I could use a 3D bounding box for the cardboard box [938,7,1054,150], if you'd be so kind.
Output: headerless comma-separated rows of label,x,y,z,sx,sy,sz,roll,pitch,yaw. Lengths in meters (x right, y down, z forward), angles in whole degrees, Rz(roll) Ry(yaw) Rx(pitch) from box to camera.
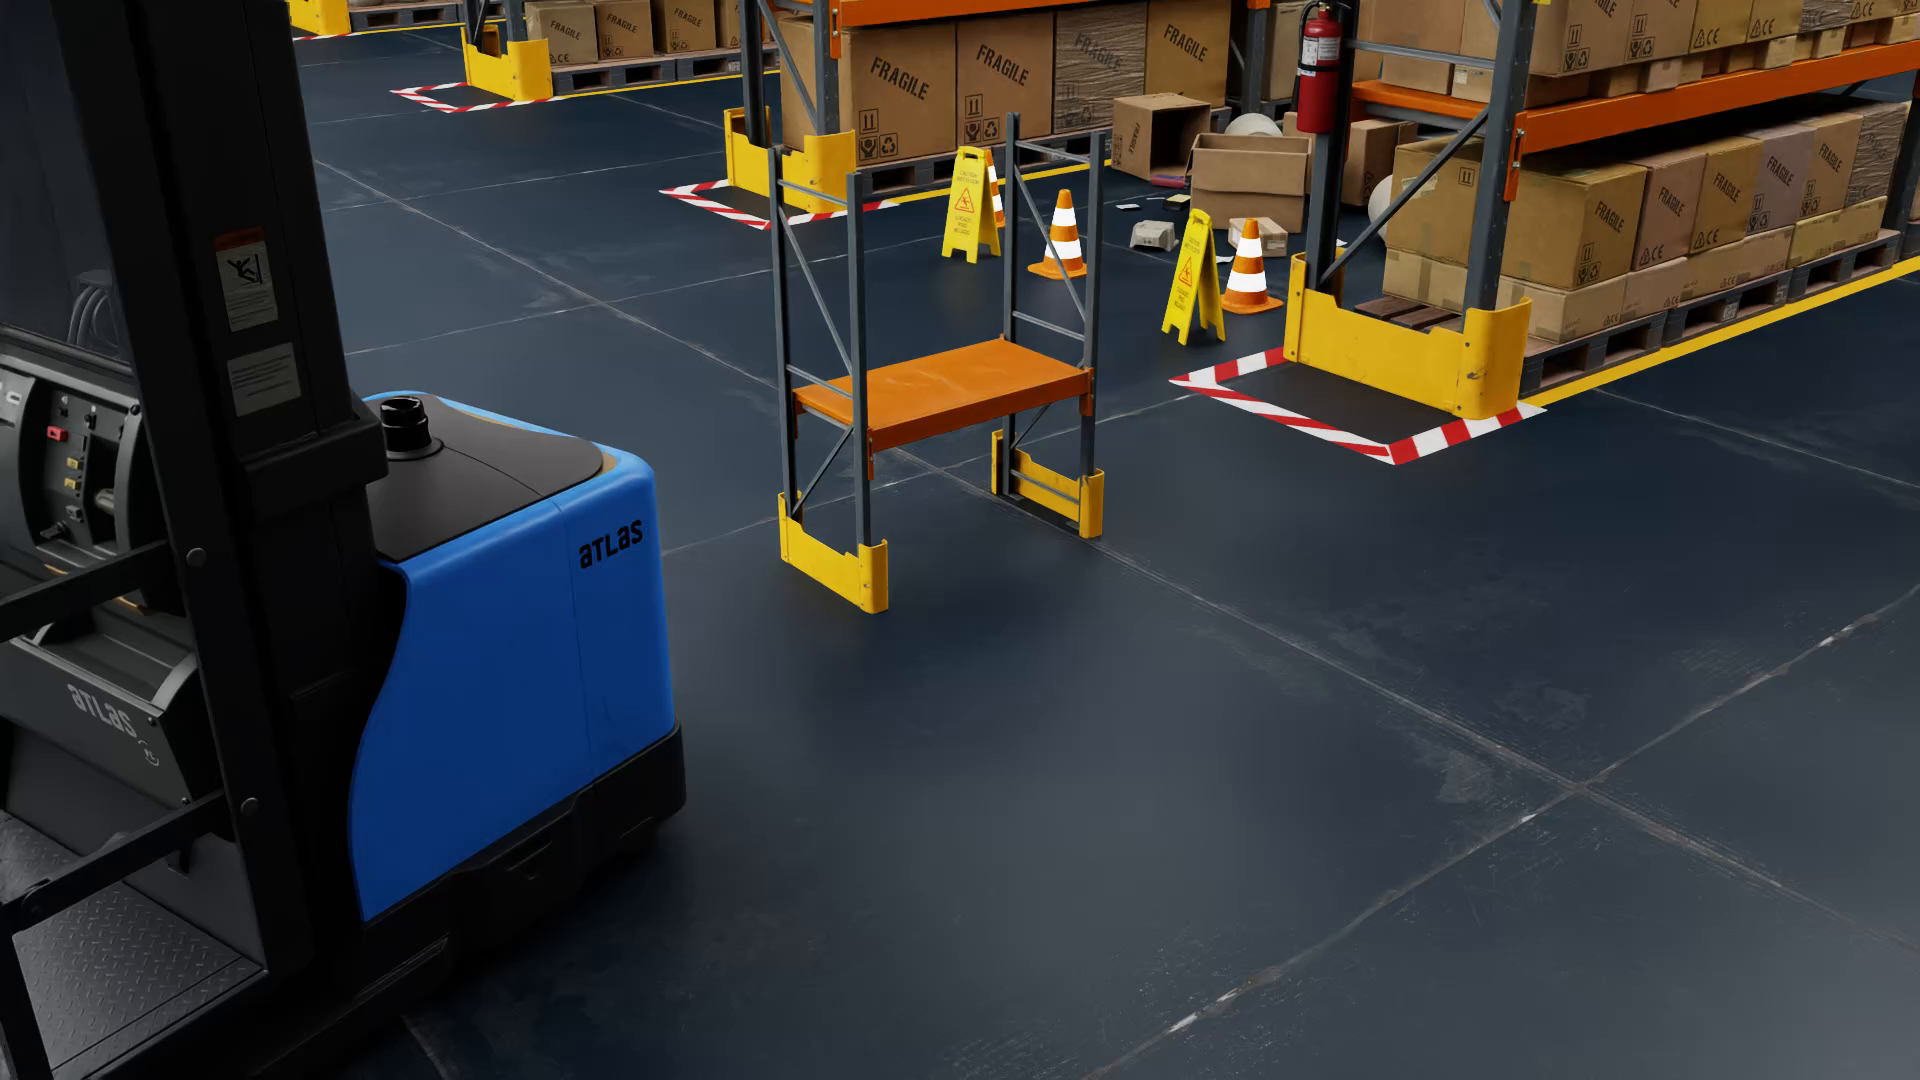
cardboard box,0.053,-3.368,11.968,0.875,0.875,0.875,-19,31,-35

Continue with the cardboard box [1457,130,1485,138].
cardboard box,2.720,-2.090,8.296,0.250,0.149,0.380,-17,30,-33

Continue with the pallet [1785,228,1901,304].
pallet,4.644,-1.688,9.637,1.213,0.211,1.003,-18,31,-34

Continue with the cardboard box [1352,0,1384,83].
cardboard box,3.211,-4.363,14.262,0.750,0.750,1.050,-18,31,-34

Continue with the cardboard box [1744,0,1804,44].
cardboard box,3.748,-2.715,8.064,0.500,0.500,0.500,-19,31,-35

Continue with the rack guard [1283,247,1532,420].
rack guard,2.063,-0.986,7.781,0.348,0.500,1.175,-18,31,-34

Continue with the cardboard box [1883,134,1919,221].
cardboard box,5.562,-2.275,10.211,0.625,0.372,0.950,-18,30,-33

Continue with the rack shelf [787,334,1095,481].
rack shelf,-0.067,-0.495,5.962,1.000,0.185,0.538,-18,31,-34

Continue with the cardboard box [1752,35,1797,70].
cardboard box,3.889,-2.440,8.244,0.250,0.149,0.380,-18,30,-34

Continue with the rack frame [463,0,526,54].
rack frame,-4.112,-5.383,14.286,0.127,3.000,1.000,-18,31,-34

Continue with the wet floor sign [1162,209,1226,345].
wet floor sign,1.193,-1.337,8.365,0.232,0.644,0.267,-8,26,-16

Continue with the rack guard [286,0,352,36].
rack guard,-7.137,-5.925,18.424,0.348,0.500,1.175,-18,31,-34

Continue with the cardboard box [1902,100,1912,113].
cardboard box,6.672,-2.644,11.006,0.625,0.372,0.950,-17,30,-32

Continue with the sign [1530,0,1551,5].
sign,2.338,-2.313,6.643,0.005,0.325,0.100,-18,31,-34

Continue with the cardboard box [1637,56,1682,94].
cardboard box,3.075,-2.169,7.659,0.250,0.149,0.380,-18,30,-33

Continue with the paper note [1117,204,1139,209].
paper note,1.118,-2.200,10.957,0.142,0.017,0.144,-8,26,-16

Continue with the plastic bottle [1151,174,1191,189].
plastic bottle,1.478,-2.481,11.523,0.283,0.061,0.133,15,29,29

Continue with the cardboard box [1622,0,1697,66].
cardboard box,2.953,-2.447,7.488,0.500,0.500,0.500,-17,30,-33

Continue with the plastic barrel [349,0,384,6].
plastic barrel,-6.697,-6.282,18.679,0.421,0.512,0.421,0,25,0

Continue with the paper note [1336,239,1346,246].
paper note,2.280,-1.824,10.158,0.142,0.019,0.148,-8,26,-16

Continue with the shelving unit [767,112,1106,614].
shelving unit,-0.060,-0.661,5.892,1.083,1.500,0.587,-18,31,-34

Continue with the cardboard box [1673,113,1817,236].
cardboard box,4.051,-1.914,8.689,0.500,0.500,0.500,-16,30,-31

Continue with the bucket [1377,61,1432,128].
bucket,3.332,-3.158,11.575,0.620,0.611,0.726,2,23,-21

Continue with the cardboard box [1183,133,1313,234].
cardboard box,1.823,-2.263,10.528,0.797,0.503,0.637,5,25,11

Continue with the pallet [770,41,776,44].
pallet,-1.471,-4.971,16.711,1.213,0.211,1.003,-18,31,-34

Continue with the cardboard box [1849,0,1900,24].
cardboard box,4.554,-2.986,8.648,0.500,0.500,0.500,-17,30,-32

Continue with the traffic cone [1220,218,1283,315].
traffic cone,1.546,-1.489,8.908,0.334,0.463,0.336,-18,31,-34

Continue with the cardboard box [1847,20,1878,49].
cardboard box,4.640,-2.732,8.872,0.250,0.149,0.380,-18,30,-34

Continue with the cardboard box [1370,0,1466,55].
cardboard box,2.260,-2.513,7.629,0.500,0.500,0.500,-19,31,-35

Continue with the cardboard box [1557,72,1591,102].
cardboard box,2.588,-2.076,7.459,0.250,0.149,0.380,-18,30,-33

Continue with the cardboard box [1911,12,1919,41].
cardboard box,5.086,-2.841,9.106,0.250,0.149,0.380,-19,31,-35

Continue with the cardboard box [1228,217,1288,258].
cardboard box,1.788,-1.817,9.987,0.250,0.149,0.380,-3,25,-7

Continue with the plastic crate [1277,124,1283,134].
plastic crate,2.688,-3.024,12.475,0.662,0.188,0.450,-3,15,-7

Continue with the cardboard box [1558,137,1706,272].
cardboard box,3.236,-1.645,8.108,0.500,0.500,0.500,-20,31,-36

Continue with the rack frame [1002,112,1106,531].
rack frame,0.333,-0.790,6.171,0.032,1.500,0.500,-18,31,-34

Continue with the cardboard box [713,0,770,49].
cardboard box,-2.190,-5.050,16.038,0.500,0.500,0.500,-22,33,-38

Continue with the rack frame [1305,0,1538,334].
rack frame,2.003,-2.100,7.212,0.127,3.000,1.000,-18,31,-34

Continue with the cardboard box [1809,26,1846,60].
cardboard box,4.288,-2.576,8.535,0.250,0.149,0.380,-19,31,-35

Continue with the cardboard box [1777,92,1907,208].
cardboard box,4.851,-2.180,9.261,0.500,0.500,0.500,-19,31,-35

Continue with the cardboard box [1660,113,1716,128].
cardboard box,3.697,-2.082,9.049,0.500,0.500,0.500,-16,30,-31

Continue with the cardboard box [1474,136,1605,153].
cardboard box,2.881,-1.815,8.474,0.500,0.500,0.500,-17,30,-32

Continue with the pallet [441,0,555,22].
pallet,-5.535,-6.319,19.614,1.213,0.211,1.003,-18,31,-34

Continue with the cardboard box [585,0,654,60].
cardboard box,-3.161,-4.763,15.420,0.500,0.500,0.500,-10,27,-21

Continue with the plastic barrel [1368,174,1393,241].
plastic barrel,2.694,-1.970,9.991,0.421,0.421,0.512,1,25,2

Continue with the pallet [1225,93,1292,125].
pallet,2.578,-3.713,14.000,1.213,0.211,1.003,-18,31,-34

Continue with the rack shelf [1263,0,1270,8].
rack shelf,3.591,-4.946,14.199,4.000,0.370,1.077,-18,31,-34

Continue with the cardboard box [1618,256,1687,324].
cardboard box,3.215,-1.291,8.237,0.500,0.250,0.500,-17,30,-32

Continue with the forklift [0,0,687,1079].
forklift,-1.996,-0.164,3.121,1.130,2.935,3.031,16,29,31

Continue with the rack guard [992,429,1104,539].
rack guard,0.332,-0.223,6.433,0.087,0.250,0.587,-18,31,-34

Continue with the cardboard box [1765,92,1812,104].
cardboard box,4.520,-2.359,9.646,0.500,0.500,0.500,-17,30,-32

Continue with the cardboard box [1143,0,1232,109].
cardboard box,1.479,-3.839,12.985,0.875,0.875,0.875,-18,30,-33

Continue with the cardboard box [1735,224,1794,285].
cardboard box,4.036,-1.568,8.832,0.500,0.250,0.500,-18,30,-33

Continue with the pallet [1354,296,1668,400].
pallet,2.724,-1.054,8.271,1.213,0.211,1.003,-18,31,-34

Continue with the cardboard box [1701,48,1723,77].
cardboard box,3.429,-2.336,8.018,0.250,0.149,0.380,-17,30,-32

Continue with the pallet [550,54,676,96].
pallet,-3.391,-4.337,15.345,1.213,0.211,1.003,-18,31,-34

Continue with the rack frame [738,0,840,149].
rack frame,-1.131,-3.714,10.689,0.127,3.000,1.000,-18,31,-34

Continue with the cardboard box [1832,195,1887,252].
cardboard box,4.851,-1.840,9.419,0.500,0.250,0.500,-17,30,-32

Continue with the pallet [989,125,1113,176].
pallet,0.409,-2.998,12.458,1.213,0.211,1.003,-18,31,-34
